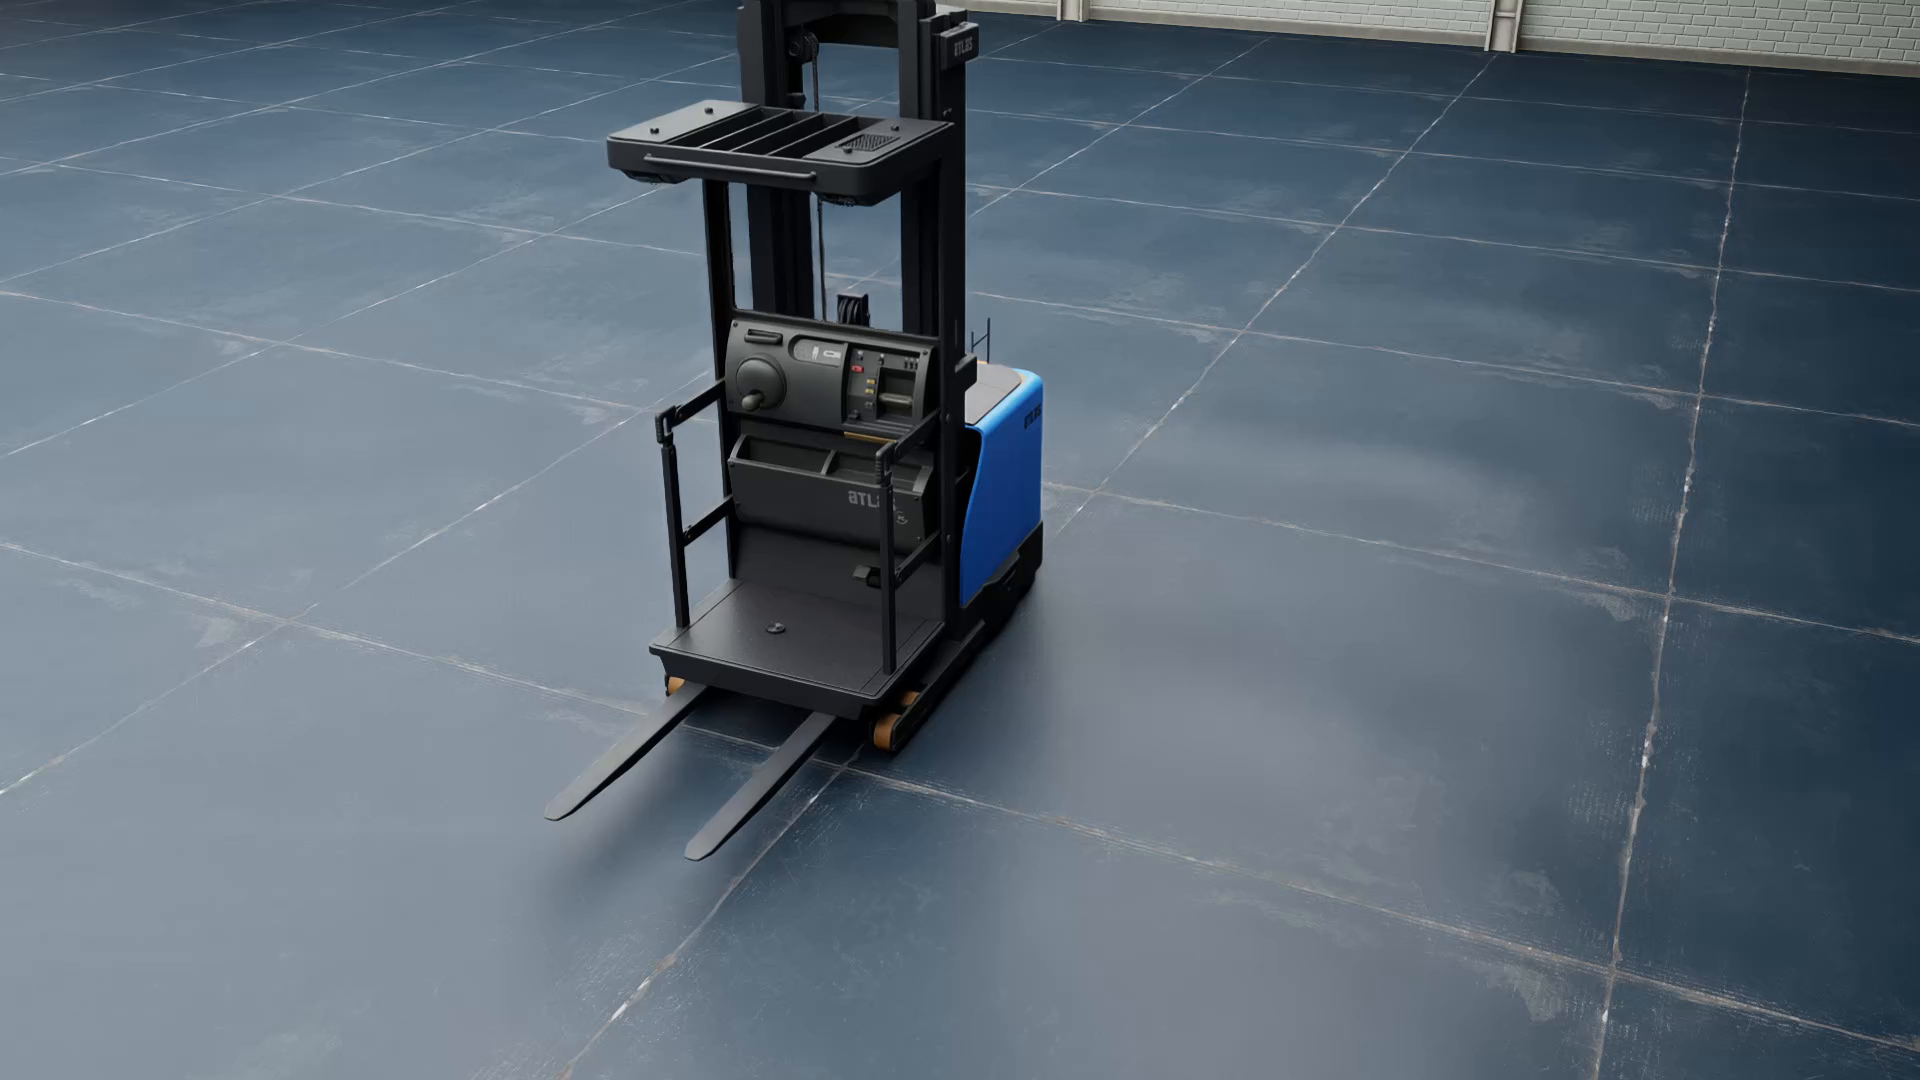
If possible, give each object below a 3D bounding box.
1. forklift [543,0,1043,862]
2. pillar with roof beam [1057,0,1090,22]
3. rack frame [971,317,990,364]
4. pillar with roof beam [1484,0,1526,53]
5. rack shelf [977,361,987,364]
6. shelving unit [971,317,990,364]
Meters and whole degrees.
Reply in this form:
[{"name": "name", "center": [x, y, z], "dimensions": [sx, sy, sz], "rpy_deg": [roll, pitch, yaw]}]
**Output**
[{"name": "forklift", "center": [-0.638, -0.644, 6.740], "dimensions": [1.130, 2.935, 3.031], "rpy_deg": [11, 28, 21]}, {"name": "pillar with roof beam", "center": [-0.144, -9.832, 18.533], "dimensions": [0.400, 9.000, 9.100], "rpy_deg": [11, 28, 22]}, {"name": "rack frame", "center": [0.102, -0.526, 8.459], "dimensions": [0.006, 1.200, 0.240], "rpy_deg": [10, 28, 20]}, {"name": "pillar with roof beam", "center": [5.317, -8.735, 16.305], "dimensions": [0.400, 9.000, 9.100], "rpy_deg": [11, 28, 22]}, {"name": "rack shelf", "center": [0.017, -0.824, 8.350], "dimensions": [0.180, 0.103, 0.258], "rpy_deg": [10, 28, 20]}, {"name": "shelving unit", "center": [0.017, -0.541, 8.490], "dimensions": [0.189, 1.200, 0.258], "rpy_deg": [10, 28, 20]}]
